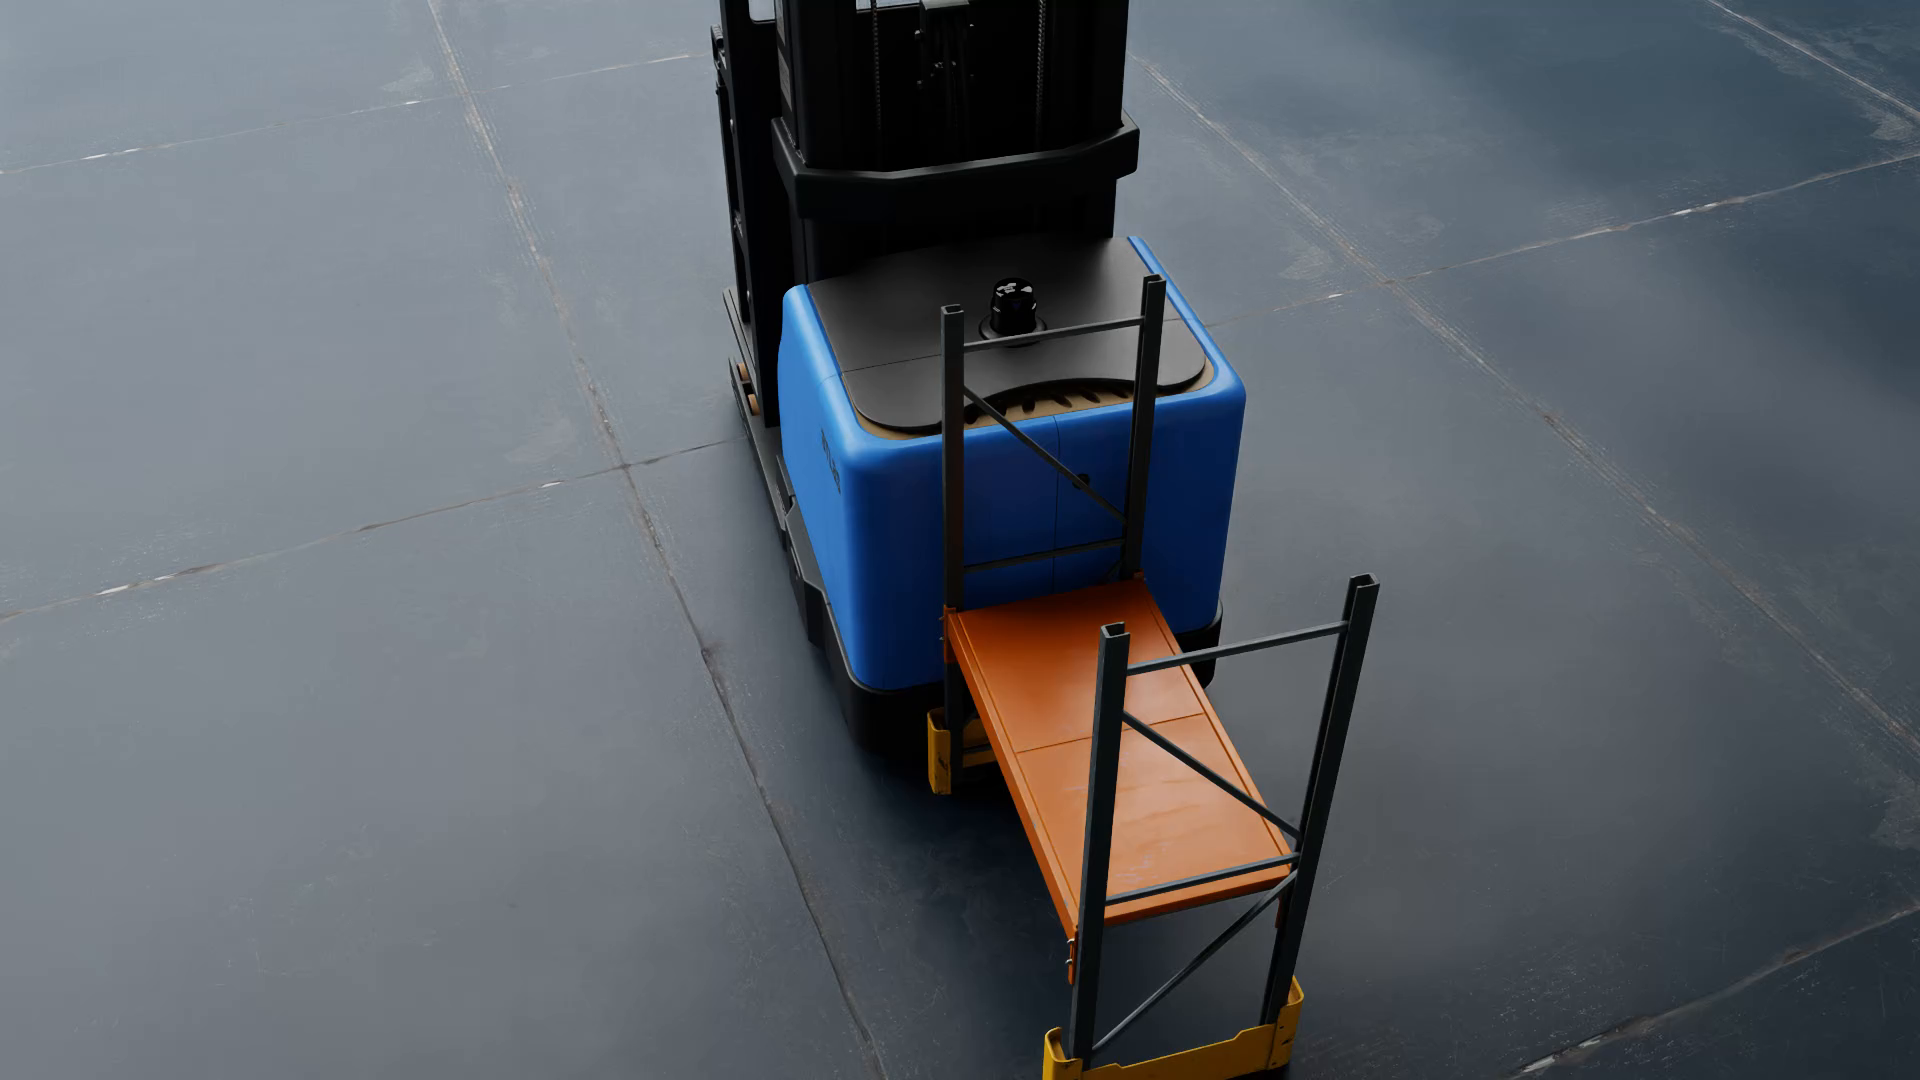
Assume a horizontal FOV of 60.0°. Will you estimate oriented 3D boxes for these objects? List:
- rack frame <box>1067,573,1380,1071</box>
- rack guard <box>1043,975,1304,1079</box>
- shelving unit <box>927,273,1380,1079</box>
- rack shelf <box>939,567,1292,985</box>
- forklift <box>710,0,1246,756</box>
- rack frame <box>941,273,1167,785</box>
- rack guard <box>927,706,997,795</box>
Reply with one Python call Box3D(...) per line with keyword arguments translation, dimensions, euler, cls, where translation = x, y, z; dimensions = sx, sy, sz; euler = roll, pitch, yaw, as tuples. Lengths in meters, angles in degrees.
Box3D(translation=(0.479, 0.678, 3.311), dimensions=(0.500, 1.500, 0.032), euler=(-10, 42, -12), cls="rack frame")
Box3D(translation=(0.474, 1.140, 3.733), dimensions=(0.587, 0.250, 0.087), euler=(-10, 42, -12), cls="rack guard")
Box3D(translation=(0.339, 0.353, 3.689), dimensions=(0.587, 1.500, 1.083), euler=(-10, 42, -12), cls="shelving unit")
Box3D(translation=(0.342, 0.496, 3.799), dimensions=(0.538, 0.185, 1.000), euler=(-10, 42, -12), cls="rack shelf")
Box3D(translation=(-0.167, -1.502, 4.749), dimensions=(1.130, 2.935, 3.031), euler=(-10, 42, -12), cls="forklift")
Box3D(translation=(0.204, 0.040, 4.053), dimensions=(0.500, 1.500, 0.032), euler=(-10, 42, -12), cls="rack frame")
Box3D(translation=(0.204, 0.515, 4.460), dimensions=(0.587, 0.250, 0.087), euler=(-10, 42, -12), cls="rack guard")
